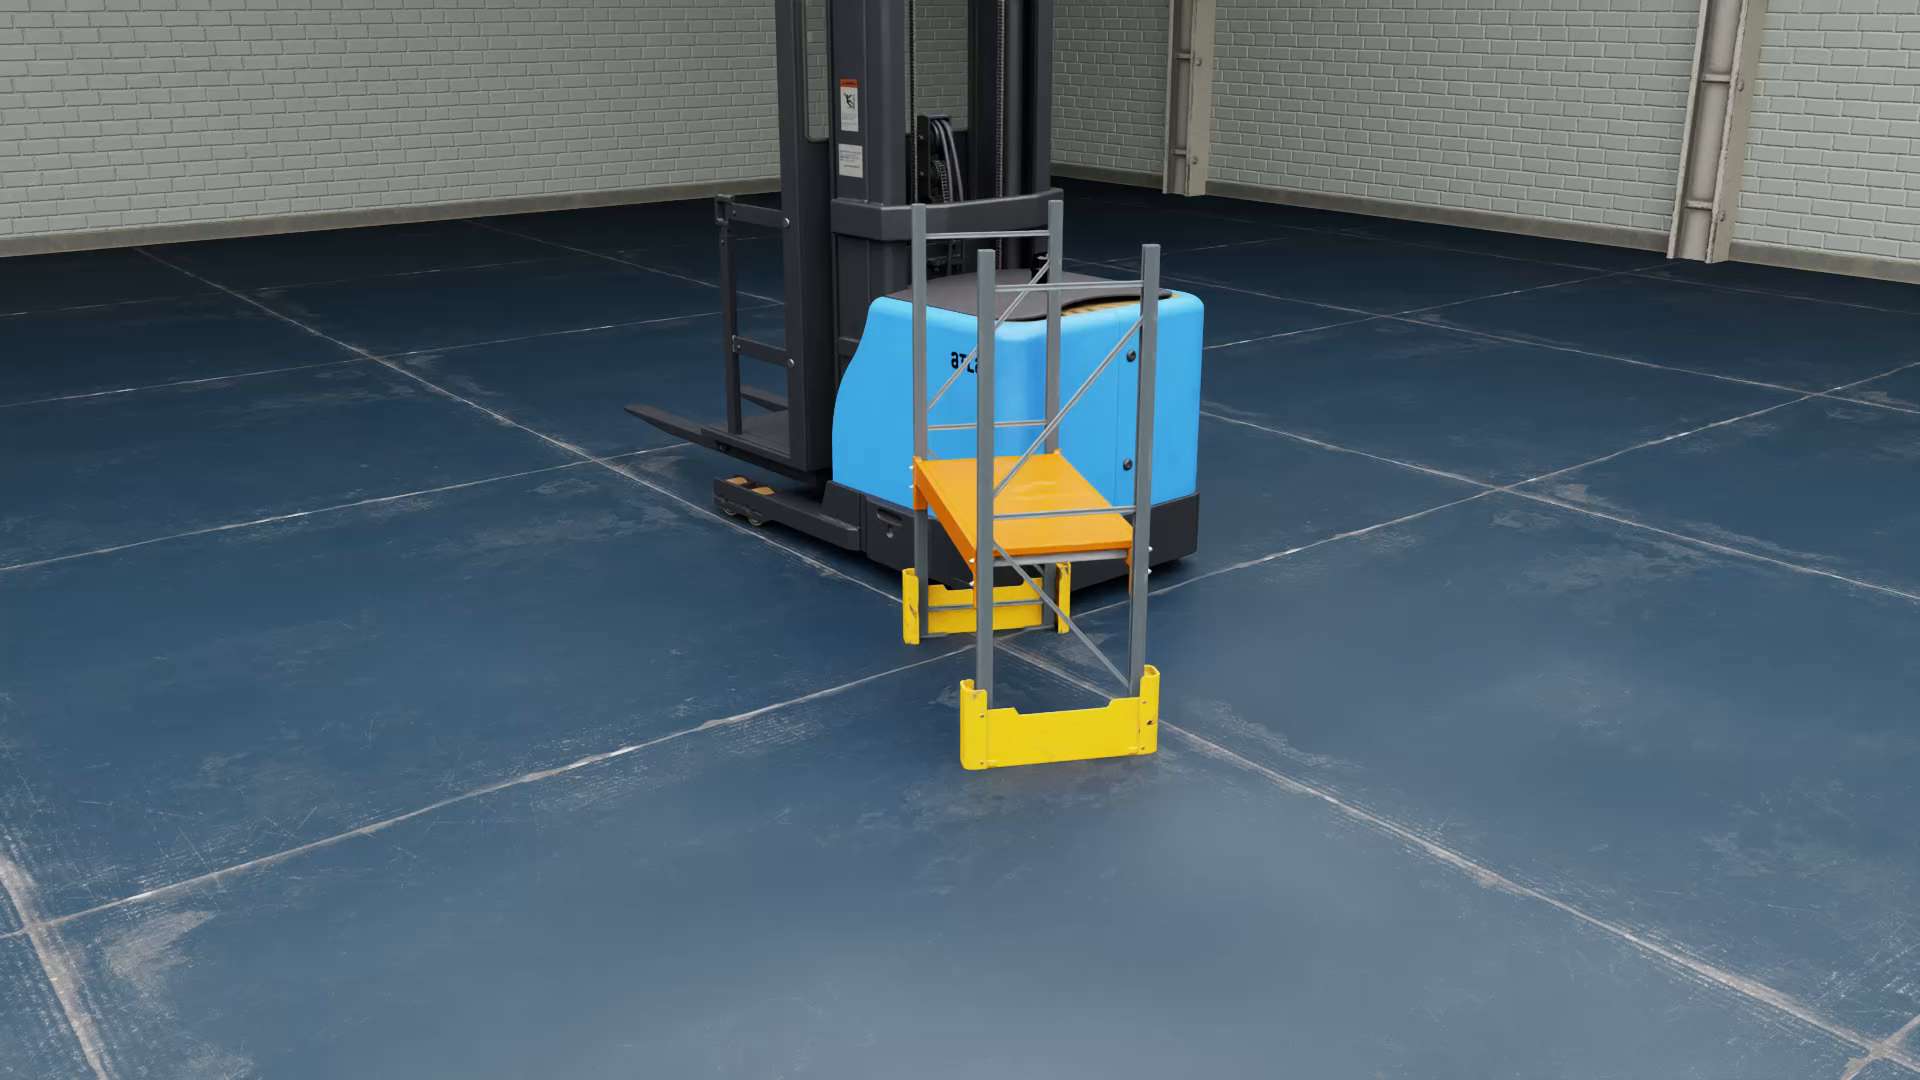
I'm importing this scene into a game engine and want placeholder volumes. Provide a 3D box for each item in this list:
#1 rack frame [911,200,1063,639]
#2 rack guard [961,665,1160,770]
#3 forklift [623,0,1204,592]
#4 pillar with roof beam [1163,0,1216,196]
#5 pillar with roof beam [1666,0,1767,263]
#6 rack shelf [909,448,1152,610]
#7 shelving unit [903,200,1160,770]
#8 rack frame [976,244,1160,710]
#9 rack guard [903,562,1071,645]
[{"bbox_3d":[0.090,-0.385,5.640,0.500,1.500,0.032,-4,19,-11],"label":"rack frame"},{"bbox_3d":[0.294,0.521,4.892,0.587,0.250,0.087,-4,19,-11],"label":"rack guard"},{"bbox_3d":[-0.410,-1.541,6.855,1.130,2.935,3.031,-15,24,-38],"label":"forklift"},{"bbox_3d":[-0.877,-7.282,14.537,9.100,9.000,0.400,-14,23,-36],"label":"pillar with roof beam"},{"bbox_3d":[2.848,-5.803,10.072,9.100,9.000,0.400,-14,23,-36],"label":"pillar with roof beam"},{"bbox_3d":[0.192,-0.058,5.224,0.538,0.185,1.000,-4,19,-11],"label":"rack shelf"},{"bbox_3d":[0.194,-0.226,5.159,0.587,1.500,1.083,-4,19,-11],"label":"shelving unit"},{"bbox_3d":[0.294,-0.072,4.694,0.500,1.500,0.032,-4,19,-11],"label":"rack frame"},{"bbox_3d":[0.094,0.214,5.818,0.587,0.250,0.087,-4,19,-11],"label":"rack guard"}]
